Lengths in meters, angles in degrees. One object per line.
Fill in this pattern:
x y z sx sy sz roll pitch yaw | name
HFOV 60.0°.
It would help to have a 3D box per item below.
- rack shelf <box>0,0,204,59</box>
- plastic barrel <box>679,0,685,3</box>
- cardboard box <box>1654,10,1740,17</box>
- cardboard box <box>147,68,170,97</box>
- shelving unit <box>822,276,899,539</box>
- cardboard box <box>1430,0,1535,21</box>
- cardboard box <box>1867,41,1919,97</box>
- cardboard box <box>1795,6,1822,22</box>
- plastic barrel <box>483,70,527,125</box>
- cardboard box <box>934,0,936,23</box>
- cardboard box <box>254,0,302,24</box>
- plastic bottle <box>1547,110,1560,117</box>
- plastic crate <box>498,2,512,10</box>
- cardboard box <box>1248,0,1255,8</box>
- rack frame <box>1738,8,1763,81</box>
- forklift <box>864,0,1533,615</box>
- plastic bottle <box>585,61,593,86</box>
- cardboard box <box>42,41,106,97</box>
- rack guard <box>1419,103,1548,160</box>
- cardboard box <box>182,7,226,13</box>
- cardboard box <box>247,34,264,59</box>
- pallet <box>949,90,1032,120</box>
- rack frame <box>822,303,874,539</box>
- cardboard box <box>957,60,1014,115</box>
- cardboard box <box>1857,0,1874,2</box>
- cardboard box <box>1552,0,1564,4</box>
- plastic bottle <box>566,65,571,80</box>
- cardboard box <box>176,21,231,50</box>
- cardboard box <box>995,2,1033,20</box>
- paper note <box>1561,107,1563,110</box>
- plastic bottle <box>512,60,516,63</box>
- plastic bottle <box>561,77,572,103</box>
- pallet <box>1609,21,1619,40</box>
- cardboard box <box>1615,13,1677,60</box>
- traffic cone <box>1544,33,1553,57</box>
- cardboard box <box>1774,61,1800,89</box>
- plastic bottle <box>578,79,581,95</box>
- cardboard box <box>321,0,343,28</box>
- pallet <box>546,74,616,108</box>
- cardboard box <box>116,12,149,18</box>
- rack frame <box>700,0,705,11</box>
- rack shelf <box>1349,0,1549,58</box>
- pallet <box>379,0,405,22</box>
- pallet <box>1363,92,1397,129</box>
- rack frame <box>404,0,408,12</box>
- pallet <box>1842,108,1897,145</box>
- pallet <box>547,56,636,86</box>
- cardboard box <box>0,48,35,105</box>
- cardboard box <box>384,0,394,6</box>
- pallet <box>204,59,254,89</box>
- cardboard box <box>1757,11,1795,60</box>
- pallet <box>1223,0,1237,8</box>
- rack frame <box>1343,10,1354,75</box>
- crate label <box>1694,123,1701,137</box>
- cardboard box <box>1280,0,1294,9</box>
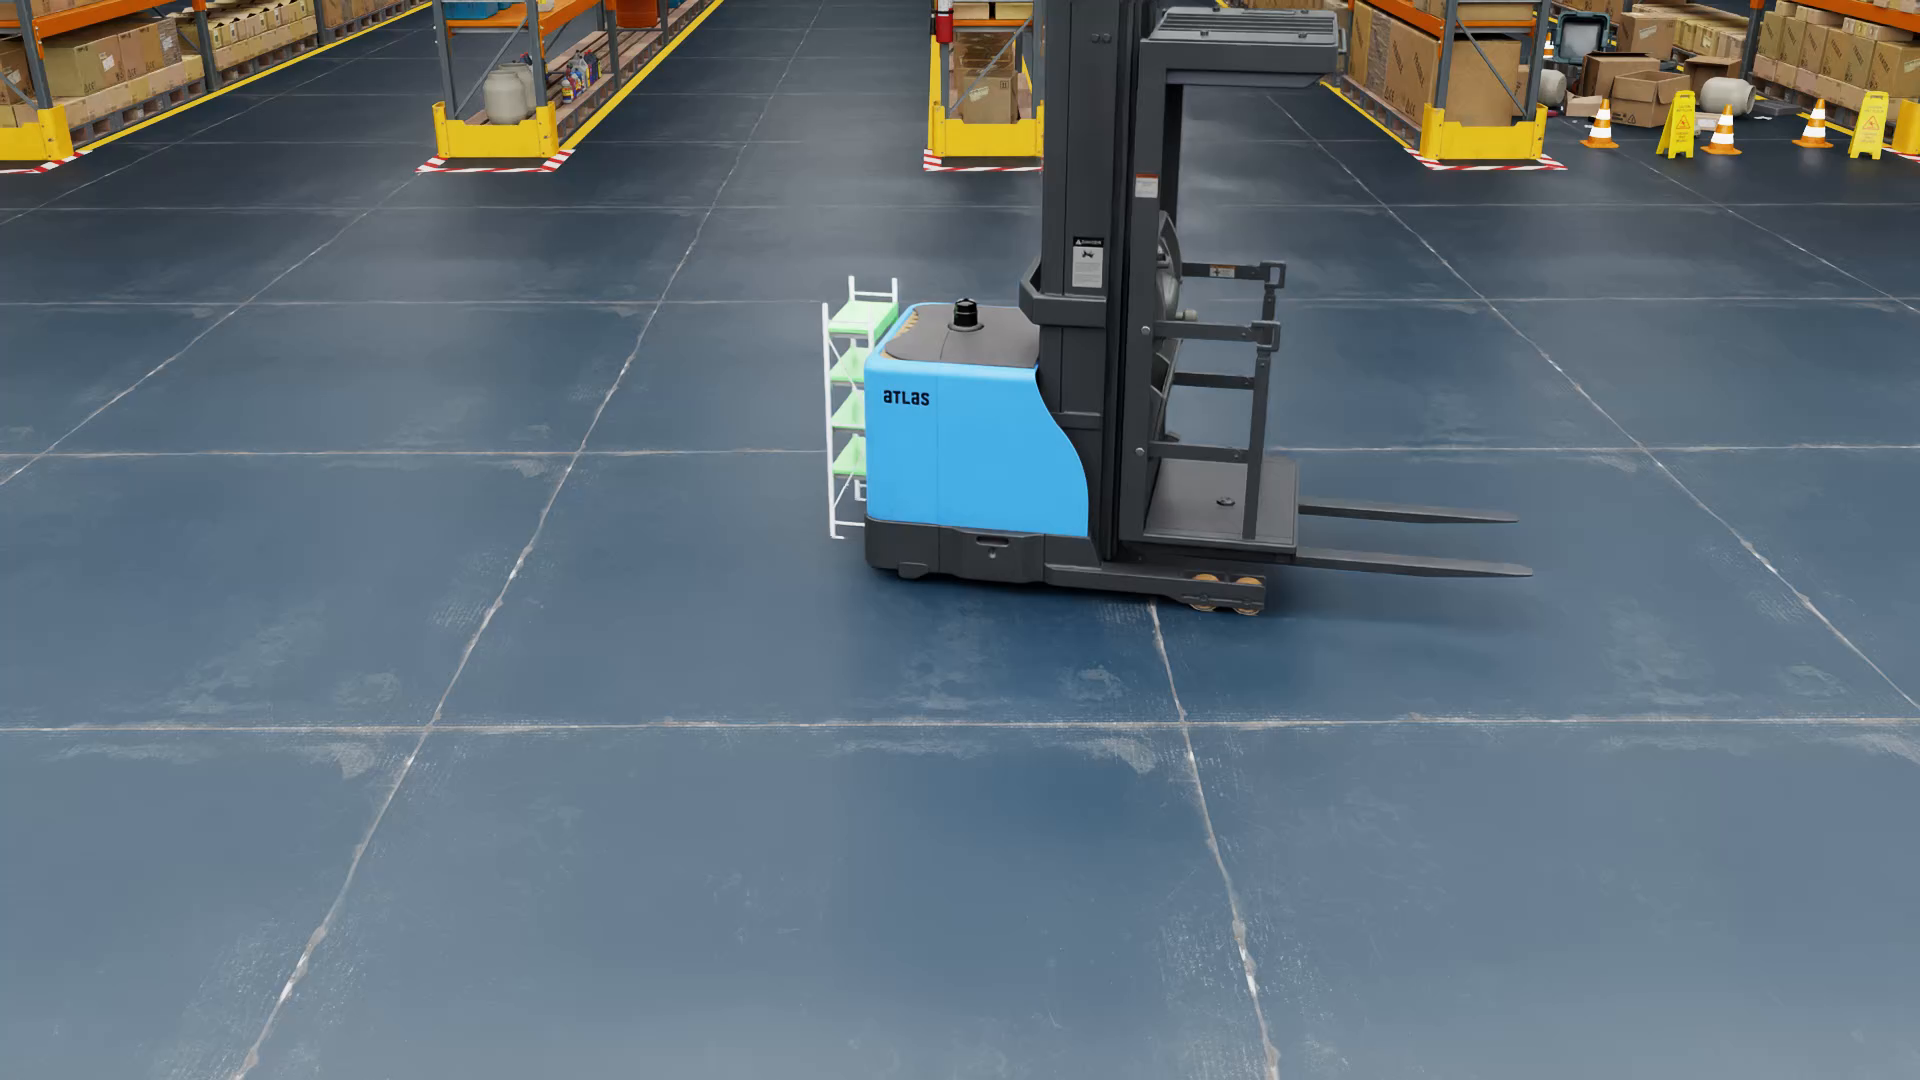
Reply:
-9.621 -5.744 18.183 1.077 0.370 4.000 0 24 -1 | rack shelf
-4.788 -9.224 27.042 0.600 0.901 0.708 0 24 -1 | plastic barrel
10.141 -7.089 22.963 0.950 0.372 0.625 -1 24 -2 | cardboard box
-9.403 -5.232 19.006 0.500 0.250 0.500 0 24 -1 | cardboard box
-0.476 -0.649 8.229 0.258 1.200 0.503 5 25 10 | shelving unit
5.218 -5.492 16.572 0.875 0.550 0.550 0 24 -1 | cardboard box
9.947 -4.944 17.459 0.500 0.500 0.500 0 24 0 | cardboard box
9.858 -6.051 19.119 0.380 0.149 0.250 1 24 1 | cardboard box
-4.729 -4.597 17.283 0.421 0.512 0.421 0 24 0 | plastic barrel
0.233 -8.095 24.577 1.225 0.875 0.875 -1 24 -3 | cardboard box
-9.422 -7.309 22.918 0.500 0.311 0.500 -1 24 -1 | cardboard box
6.667 -4.845 18.889 0.283 0.061 0.133 -9 26 -19 | plastic bottle
-4.952 -5.673 17.334 0.499 0.251 0.408 0 24 -1 | plastic crate
4.887 -8.745 26.469 0.500 0.500 0.500 1 24 2 | cardboard box
10.173 -6.983 20.051 1.000 3.000 0.127 0 24 -1 | rack frame
1.121 -1.236 7.426 3.031 2.935 1.130 5 25 10 | forklift
-4.349 -5.469 19.465 0.061 0.283 0.133 1 24 3 | plastic bottle
-9.390 -4.956 17.484 0.500 0.500 0.500 0 24 -1 | cardboard box
5.268 -4.122 16.758 1.175 0.500 0.348 0 24 -1 | rack guard
-9.950 -6.883 21.974 0.500 0.311 0.500 -1 24 -1 | cardboard box
-9.412 -6.426 21.645 0.500 0.250 0.500 -1 24 -2 | cardboard box
0.322 -4.888 18.801 1.003 0.211 1.213 0 24 -1 | pallet
-0.524 -0.551 8.011 0.240 1.200 0.015 5 25 10 | rack frame
0.276 -4.847 17.850 0.500 0.500 0.500 6 25 13 | cardboard box
9.914 -5.901 17.961 0.380 0.149 0.250 -1 24 -1 | cardboard box
10.172 -9.248 27.126 0.875 0.875 0.875 0 24 1 | cardboard box
-4.497 -5.335 19.169 0.061 0.283 0.133 0 24 -1 | plastic bottle
-9.398 -6.261 20.600 0.500 0.311 0.500 0 24 0 | cardboard box
0.542 -5.295 16.621 0.380 0.149 0.250 0 24 -1 | cardboard box
7.069 -5.012 19.304 0.172 0.023 0.155 8 26 18 | paper note
-5.089 -5.323 19.059 0.144 0.351 0.185 0 24 -1 | plastic bottle
-4.354 -4.974 18.385 0.097 0.271 0.097 0 24 0 | plastic bottle
10.196 -7.686 24.989 1.003 0.211 1.213 0 24 -1 | pallet
8.393 -6.169 20.365 0.500 0.500 0.500 0 24 -1 | cardboard box
7.756 -6.447 21.943 0.336 0.463 0.334 0 24 -1 | traffic cone
9.926 -5.458 19.504 0.500 0.250 0.500 1 24 2 | cardboard box
-4.360 -5.166 18.893 0.097 0.201 0.097 0 24 0 | plastic bottle
-9.405 -7.794 24.343 0.500 0.500 0.500 1 24 2 | cardboard box
-4.724 -5.369 19.865 1.003 0.211 1.213 0 24 -1 | pallet
-9.950 -5.984 19.757 0.500 0.500 0.500 0 24 -1 | cardboard box
-4.777 -10.213 27.192 1.000 3.000 0.127 0 24 -1 | rack frame
5.246 -5.768 18.235 1.077 0.370 4.000 0 24 -1 | rack shelf
-9.683 -8.587 26.980 1.003 0.211 1.213 0 24 -1 | pallet
5.170 -4.831 18.676 1.003 0.211 1.213 0 24 -1 | pallet
-9.730 -10.192 27.146 1.000 3.000 0.127 0 24 -1 | rack frame
10.242 -4.431 17.791 1.003 0.211 1.213 0 24 -1 | pallet
-4.737 -5.969 21.193 1.003 0.211 1.213 0 24 -1 | pallet
-9.902 -4.747 17.024 0.500 0.500 0.500 0 24 -1 | cardboard box
-9.441 -8.848 26.673 0.500 0.500 0.500 0 24 0 | cardboard box
-9.690 -5.929 21.102 1.003 0.211 1.213 0 24 -1 | pallet
9.909 -6.019 19.836 0.500 0.500 0.500 1 24 2 | cardboard box
5.094 -9.222 28.384 1.003 0.211 1.213 0 24 -1 | pallet
5.224 -6.919 19.909 1.000 3.000 0.127 0 24 -1 | rack frame
7.745 -4.381 17.770 0.250 0.136 0.298 -14 28 -28 | crate label
5.097 -7.483 23.375 1.050 0.750 0.750 -1 24 -1 | cardboard box
